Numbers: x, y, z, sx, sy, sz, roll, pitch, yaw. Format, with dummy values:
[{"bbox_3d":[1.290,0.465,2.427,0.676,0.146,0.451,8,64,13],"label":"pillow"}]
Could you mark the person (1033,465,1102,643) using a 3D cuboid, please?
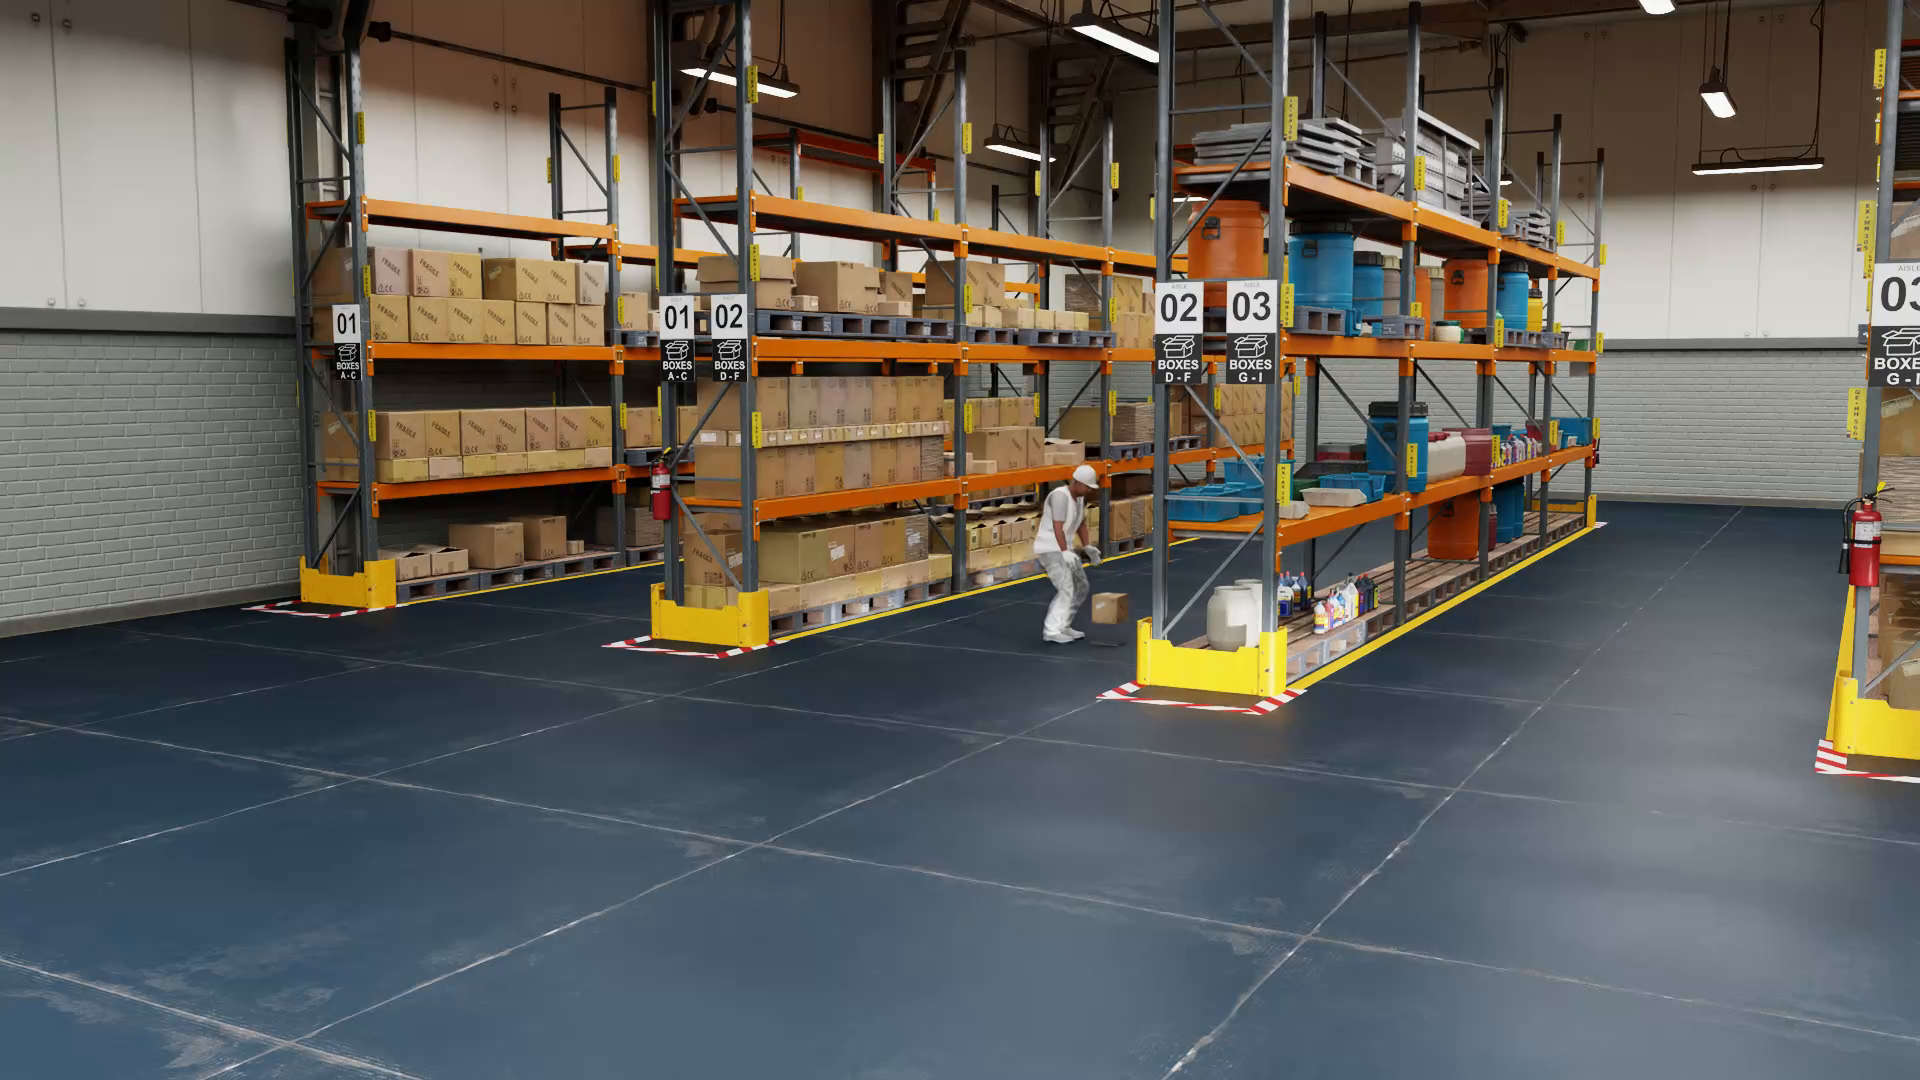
[{"bbox_3d":[1.008,0.116,15.547,0.584,1.644,0.594,3,7,30],"label":"person"}]
